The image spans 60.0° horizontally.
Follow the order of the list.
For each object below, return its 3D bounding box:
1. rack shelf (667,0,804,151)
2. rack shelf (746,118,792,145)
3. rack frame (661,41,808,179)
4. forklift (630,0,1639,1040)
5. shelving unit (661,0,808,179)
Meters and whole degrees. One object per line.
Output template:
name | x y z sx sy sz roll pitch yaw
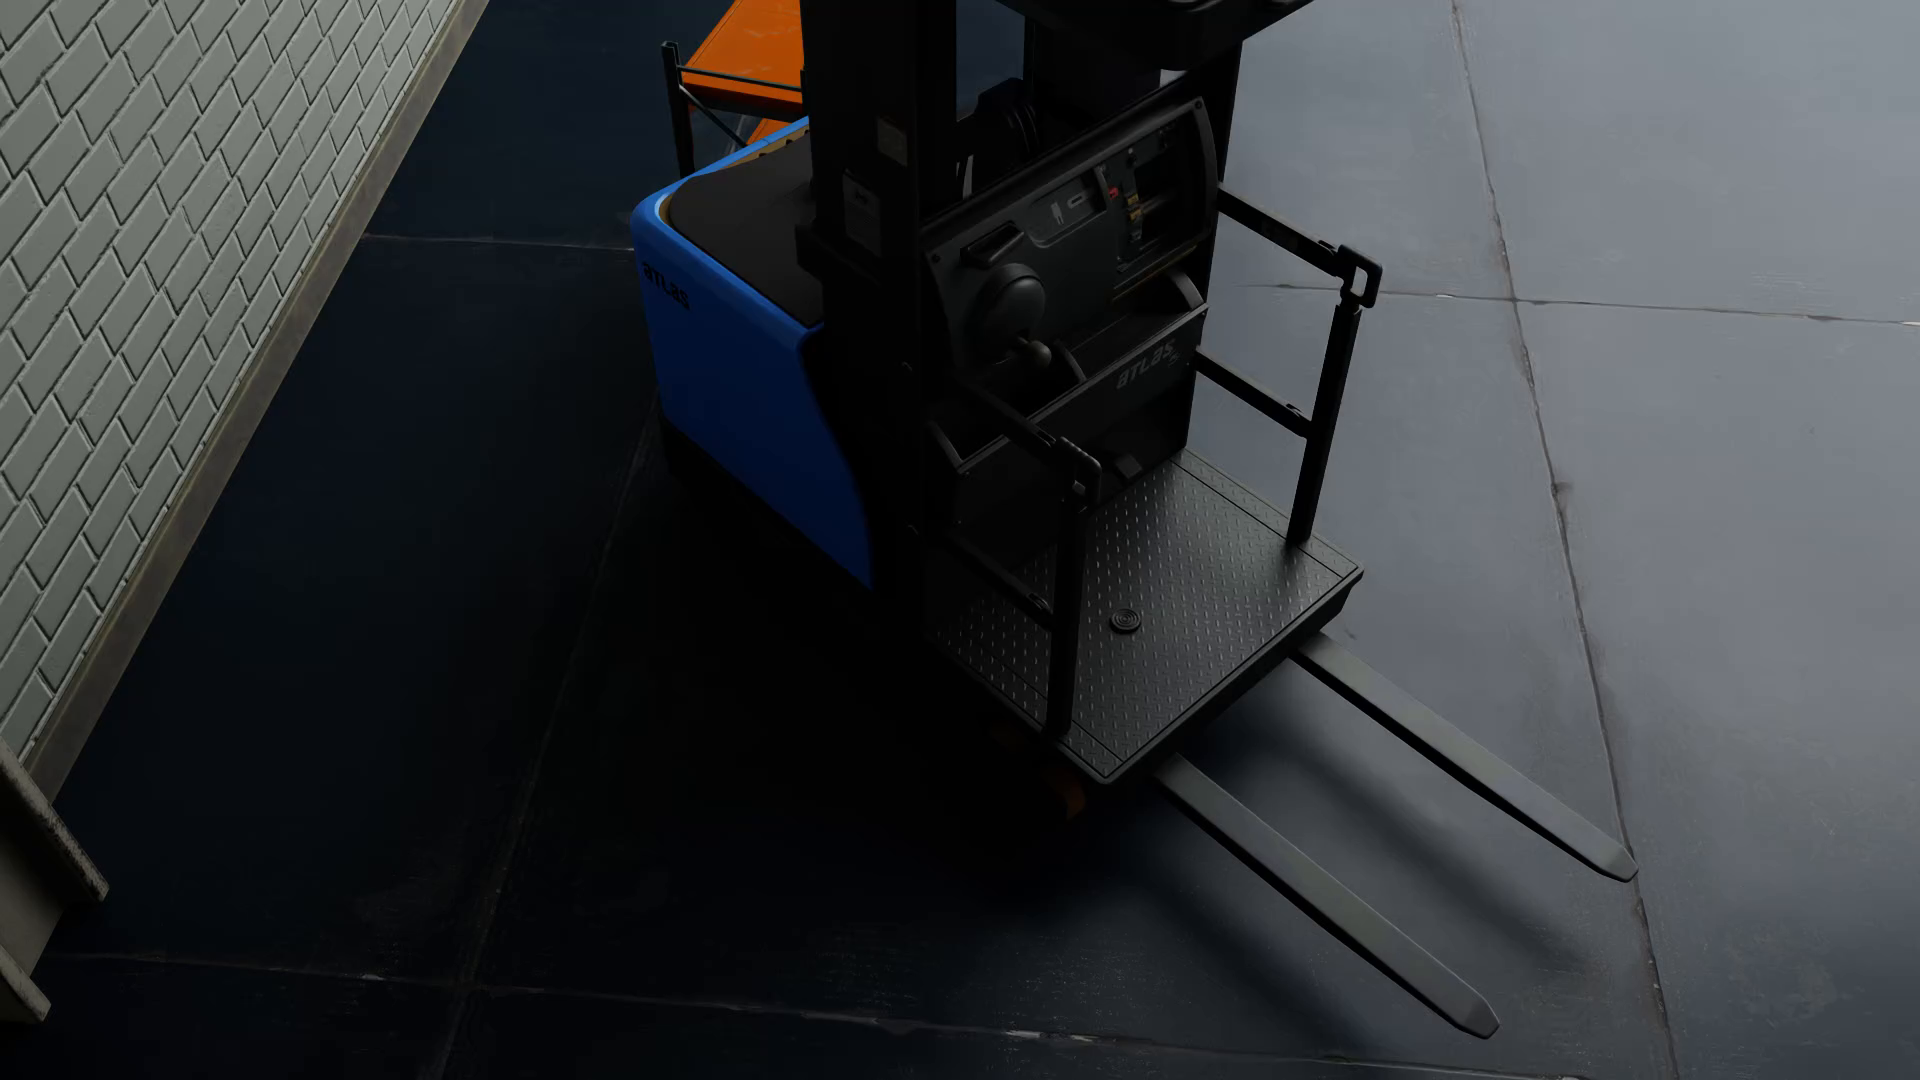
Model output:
rack shelf | -0.526 -1.652 5.602 0.538 0.278 1.000 13 49 12
rack shelf | -0.526 -1.290 5.999 0.538 0.278 1.000 13 49 12
rack frame | -0.678 -1.097 5.491 0.500 1.125 0.032 13 49 12
forklift | 0.431 -0.653 3.861 1.130 2.935 3.031 -35 56 -28
shelving unit | -0.526 -1.455 5.818 0.538 1.125 1.048 13 49 12
